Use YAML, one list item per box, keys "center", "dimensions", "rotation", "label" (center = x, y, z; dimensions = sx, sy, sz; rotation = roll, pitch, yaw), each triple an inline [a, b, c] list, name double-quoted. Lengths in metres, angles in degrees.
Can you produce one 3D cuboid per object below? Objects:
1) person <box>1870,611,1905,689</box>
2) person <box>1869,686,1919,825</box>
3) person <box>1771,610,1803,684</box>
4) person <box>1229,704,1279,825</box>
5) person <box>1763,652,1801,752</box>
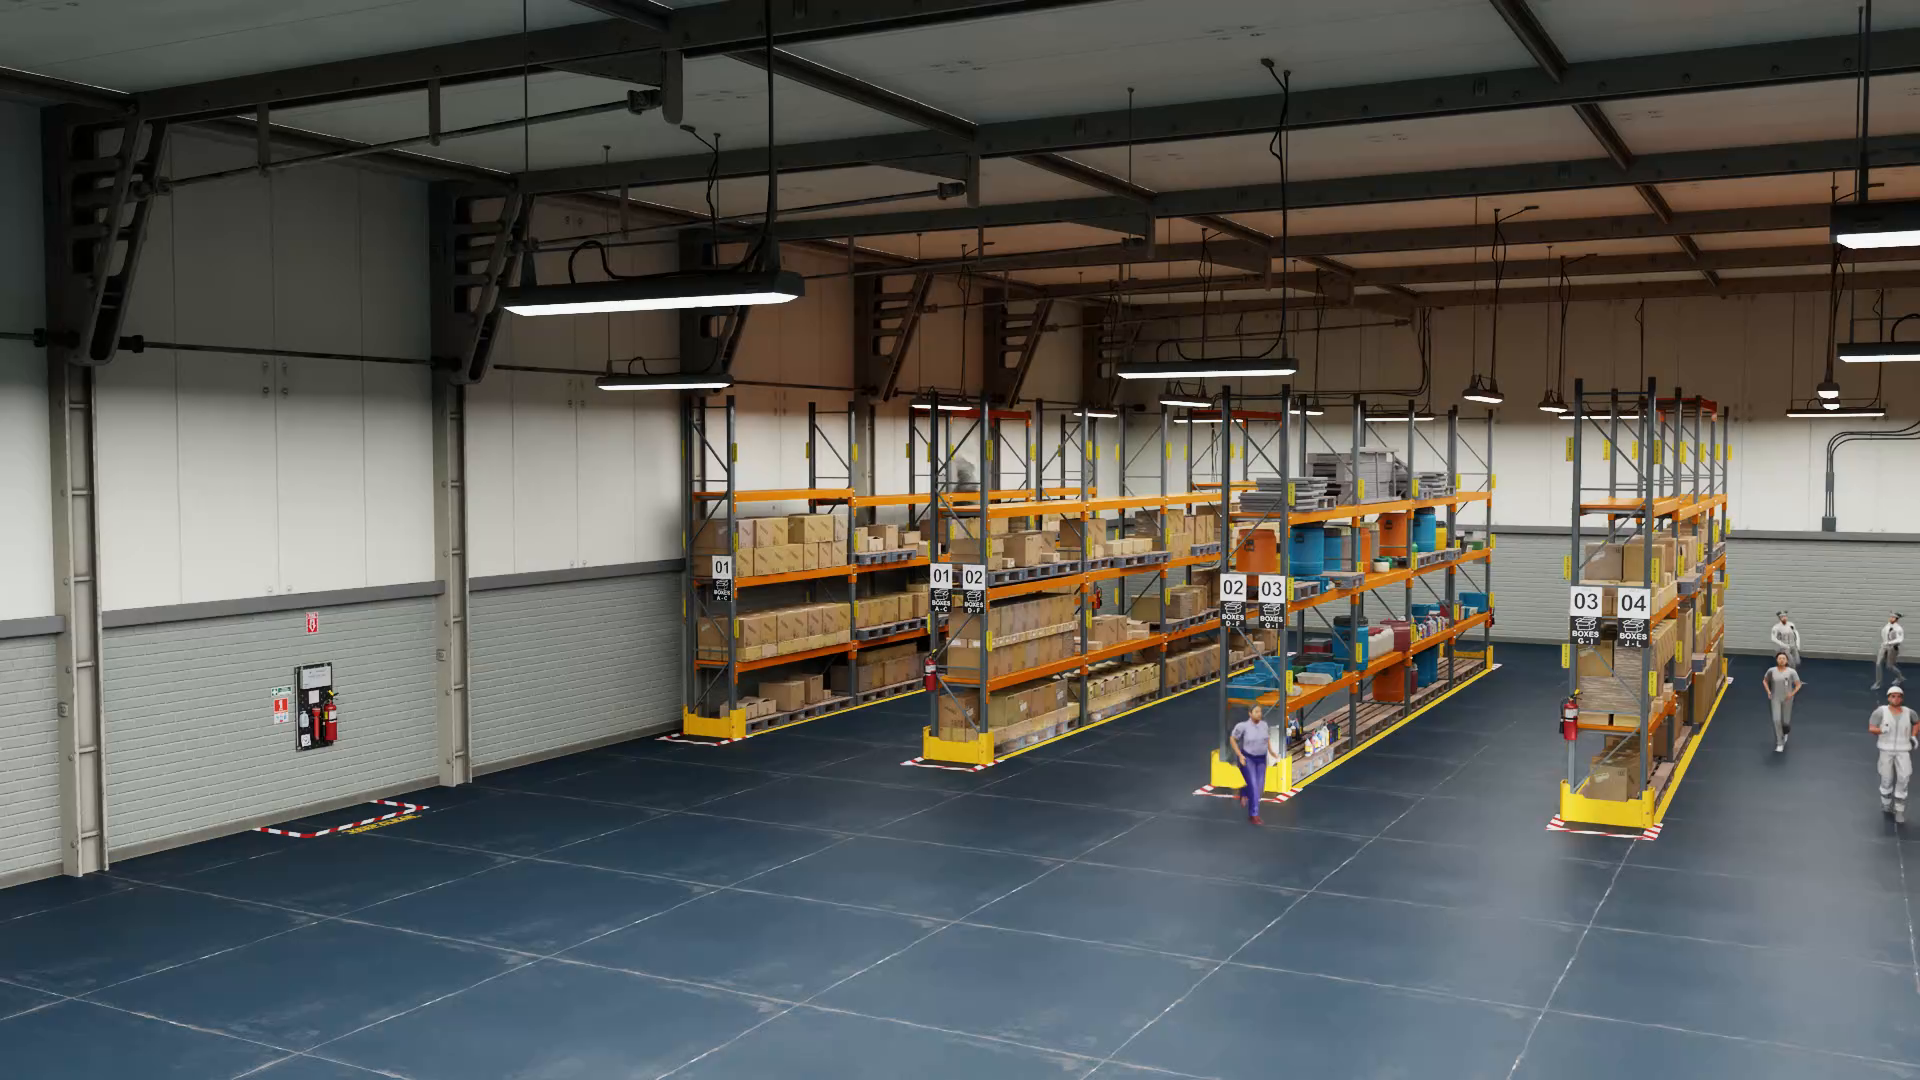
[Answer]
- center: [19.692, 2.331, 35.125]
  dimensions: [0.760, 1.698, 0.632]
  rotation: [-1, 3, -13]
  label: "person"
- center: [12.722, 2.909, 22.643]
  dimensions: [0.633, 1.842, 0.743]
  rotation: [1, 3, 25]
  label: "person"
- center: [17.813, 2.307, 35.815]
  dimensions: [0.641, 1.593, 0.491]
  rotation: [0, 3, 1]
  label: "person"
- center: [3.944, 3.015, 22.662]
  dimensions: [0.593, 1.613, 0.749]
  rotation: [-1, 3, -23]
  label: "person"
- center: [13.835, 2.703, 28.015]
  dimensions: [0.579, 1.651, 0.790]
  rotation: [2, 3, 28]
  label: "person"
